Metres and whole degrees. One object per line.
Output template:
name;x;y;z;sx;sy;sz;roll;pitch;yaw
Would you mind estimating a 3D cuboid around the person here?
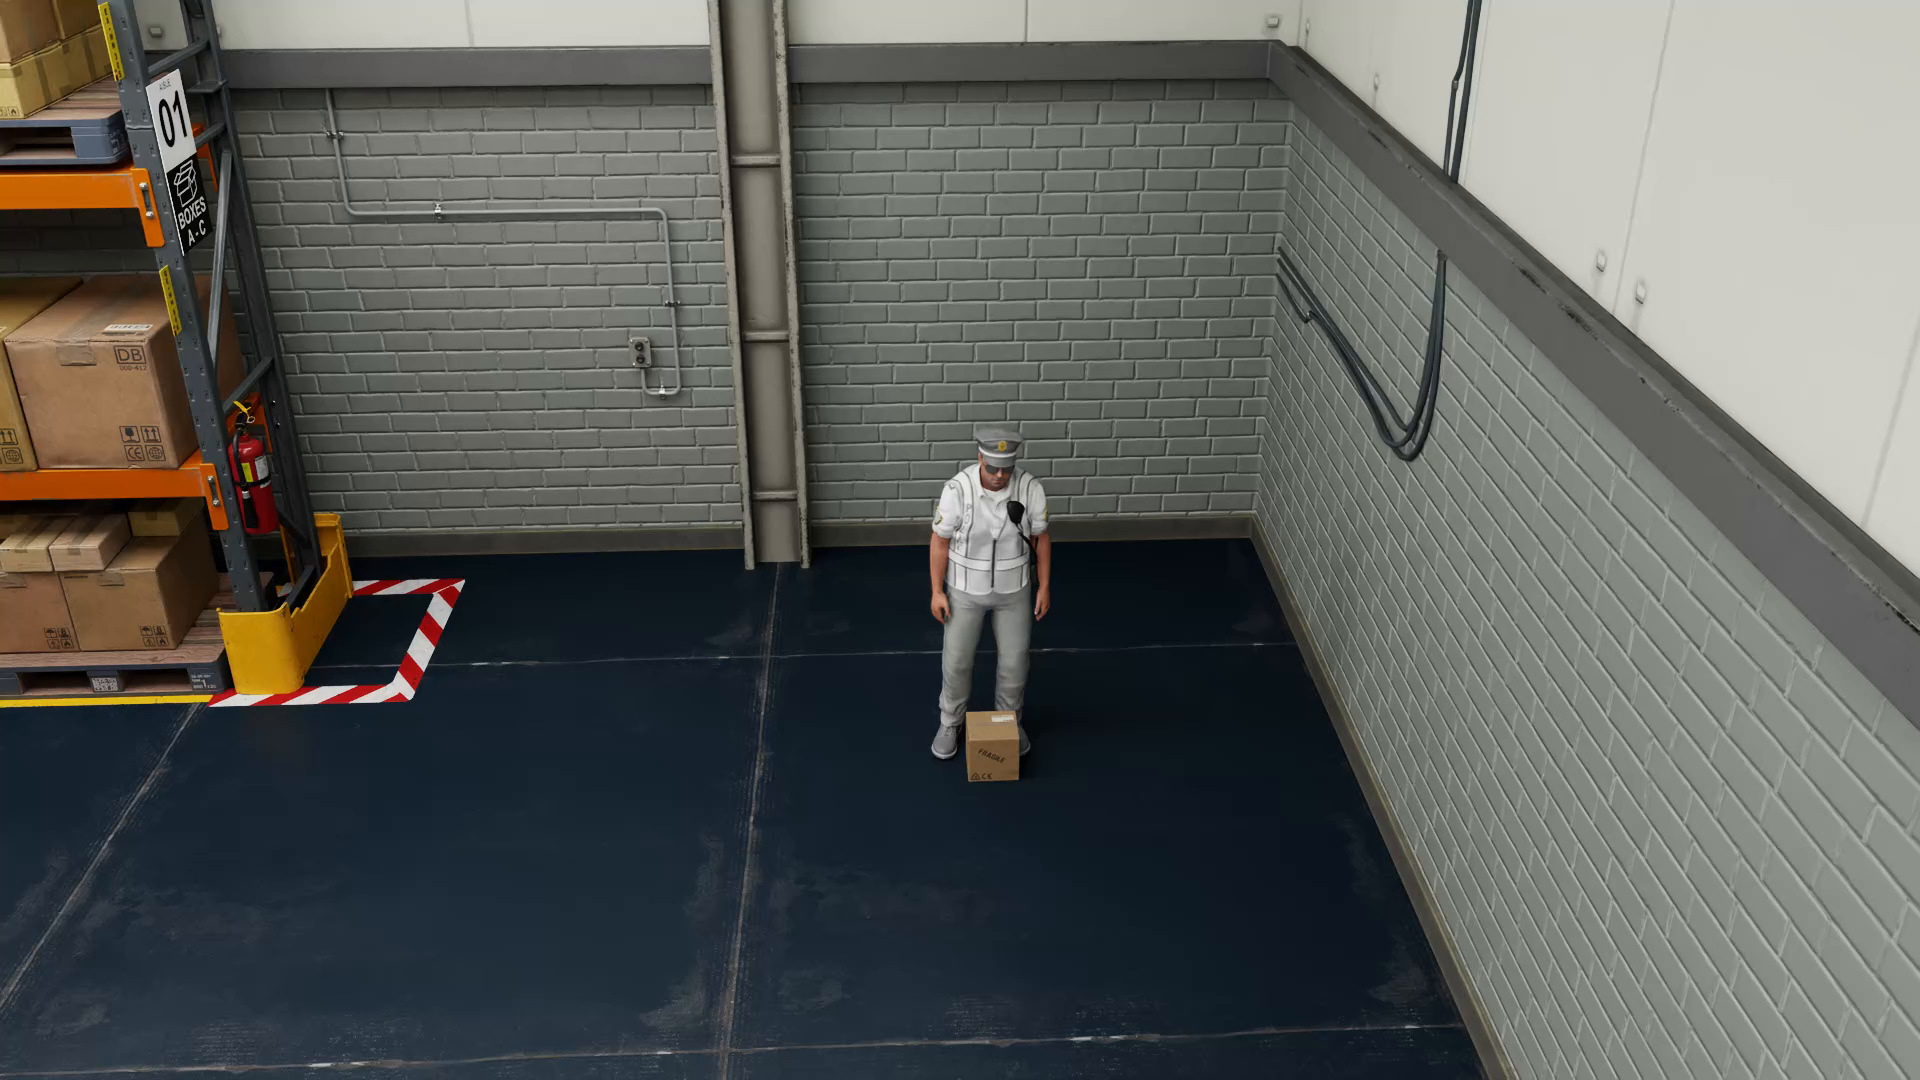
person;0.145;0.232;8.161;0.600;1.749;0.433;-2;27;-4
